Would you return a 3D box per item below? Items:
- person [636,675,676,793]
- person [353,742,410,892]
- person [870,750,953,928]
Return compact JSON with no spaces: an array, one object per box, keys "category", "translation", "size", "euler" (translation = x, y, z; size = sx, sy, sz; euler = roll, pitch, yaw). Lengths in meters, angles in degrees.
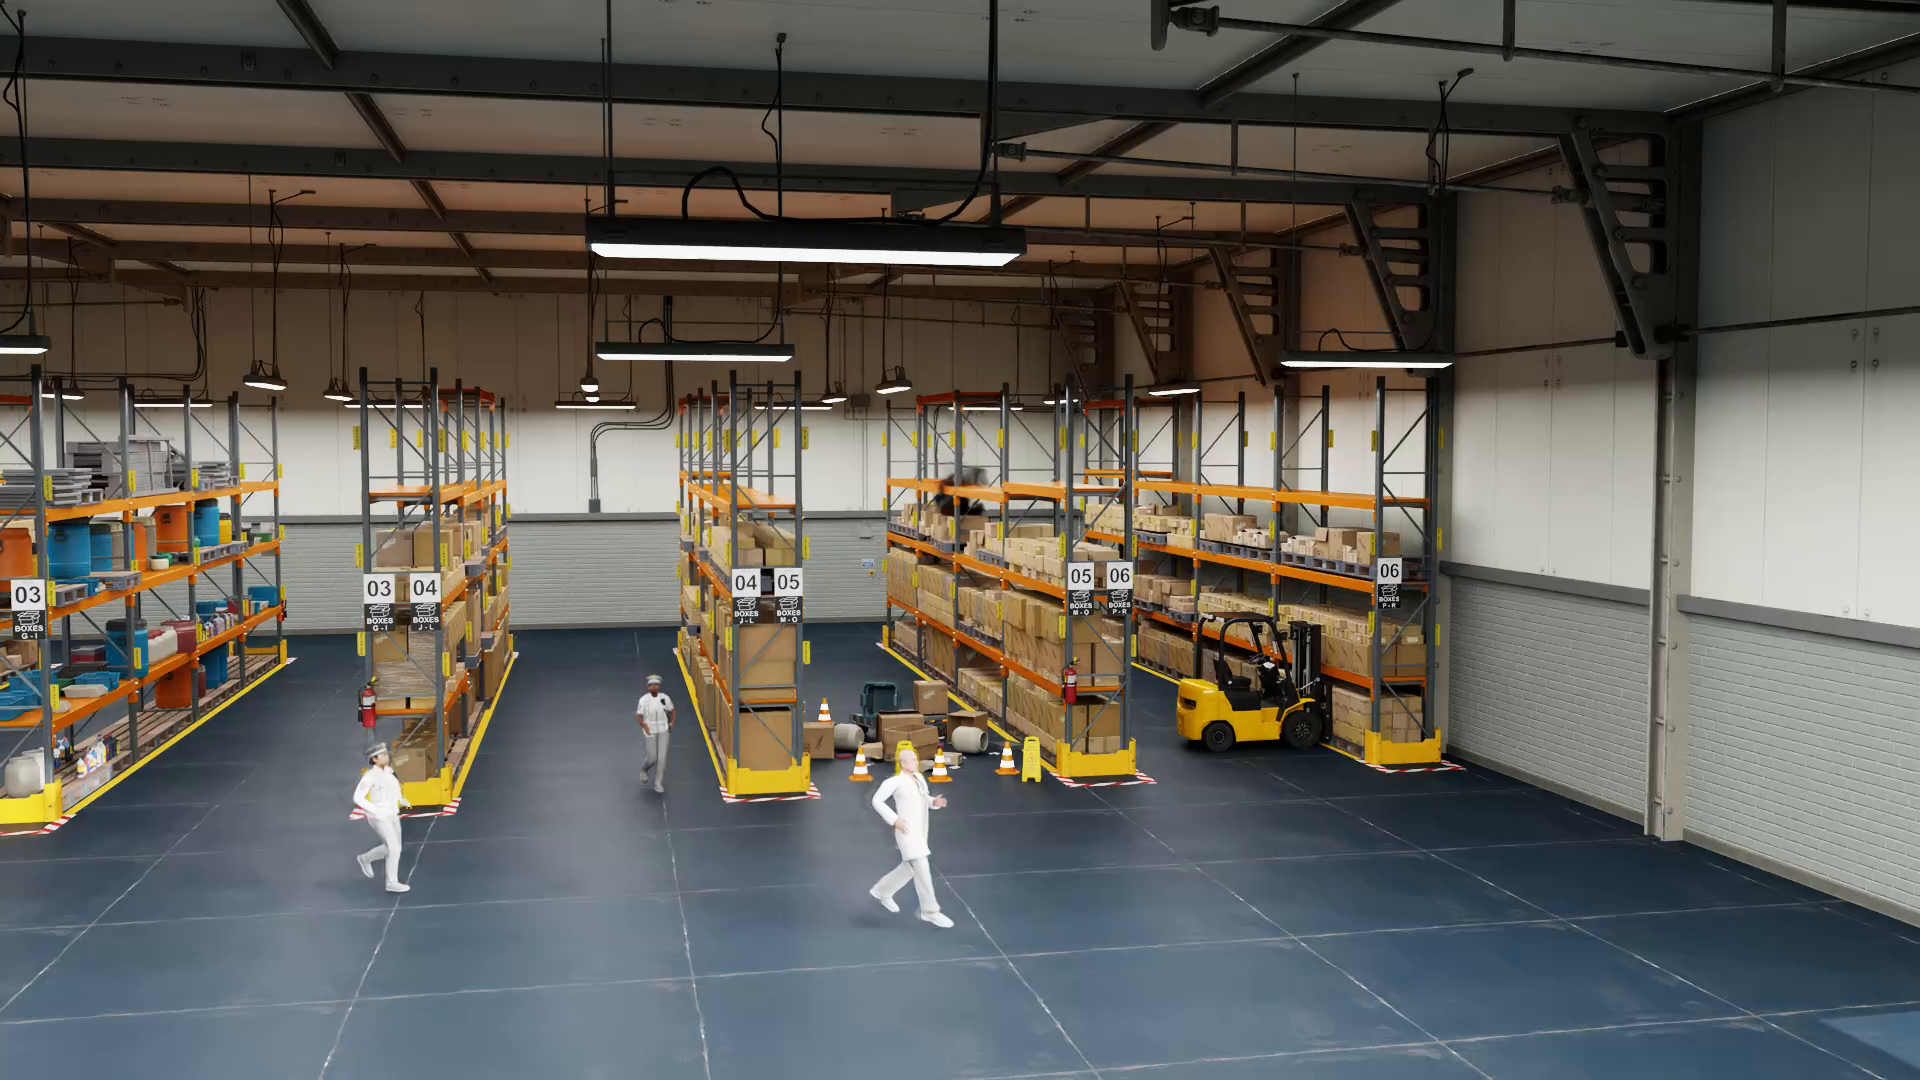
[{"category":"person","translation":[-4.330,2.764,23.852],"size":[0.581,1.639,0.670],"euler":[-1,4,-17]},{"category":"person","translation":[-6.455,3.073,18.498],"size":[0.718,1.647,0.621],"euler":[1,4,17]},{"category":"person","translation":[-0.506,3.054,17.207],"size":[1.017,1.775,0.707],"euler":[2,4,25]}]
